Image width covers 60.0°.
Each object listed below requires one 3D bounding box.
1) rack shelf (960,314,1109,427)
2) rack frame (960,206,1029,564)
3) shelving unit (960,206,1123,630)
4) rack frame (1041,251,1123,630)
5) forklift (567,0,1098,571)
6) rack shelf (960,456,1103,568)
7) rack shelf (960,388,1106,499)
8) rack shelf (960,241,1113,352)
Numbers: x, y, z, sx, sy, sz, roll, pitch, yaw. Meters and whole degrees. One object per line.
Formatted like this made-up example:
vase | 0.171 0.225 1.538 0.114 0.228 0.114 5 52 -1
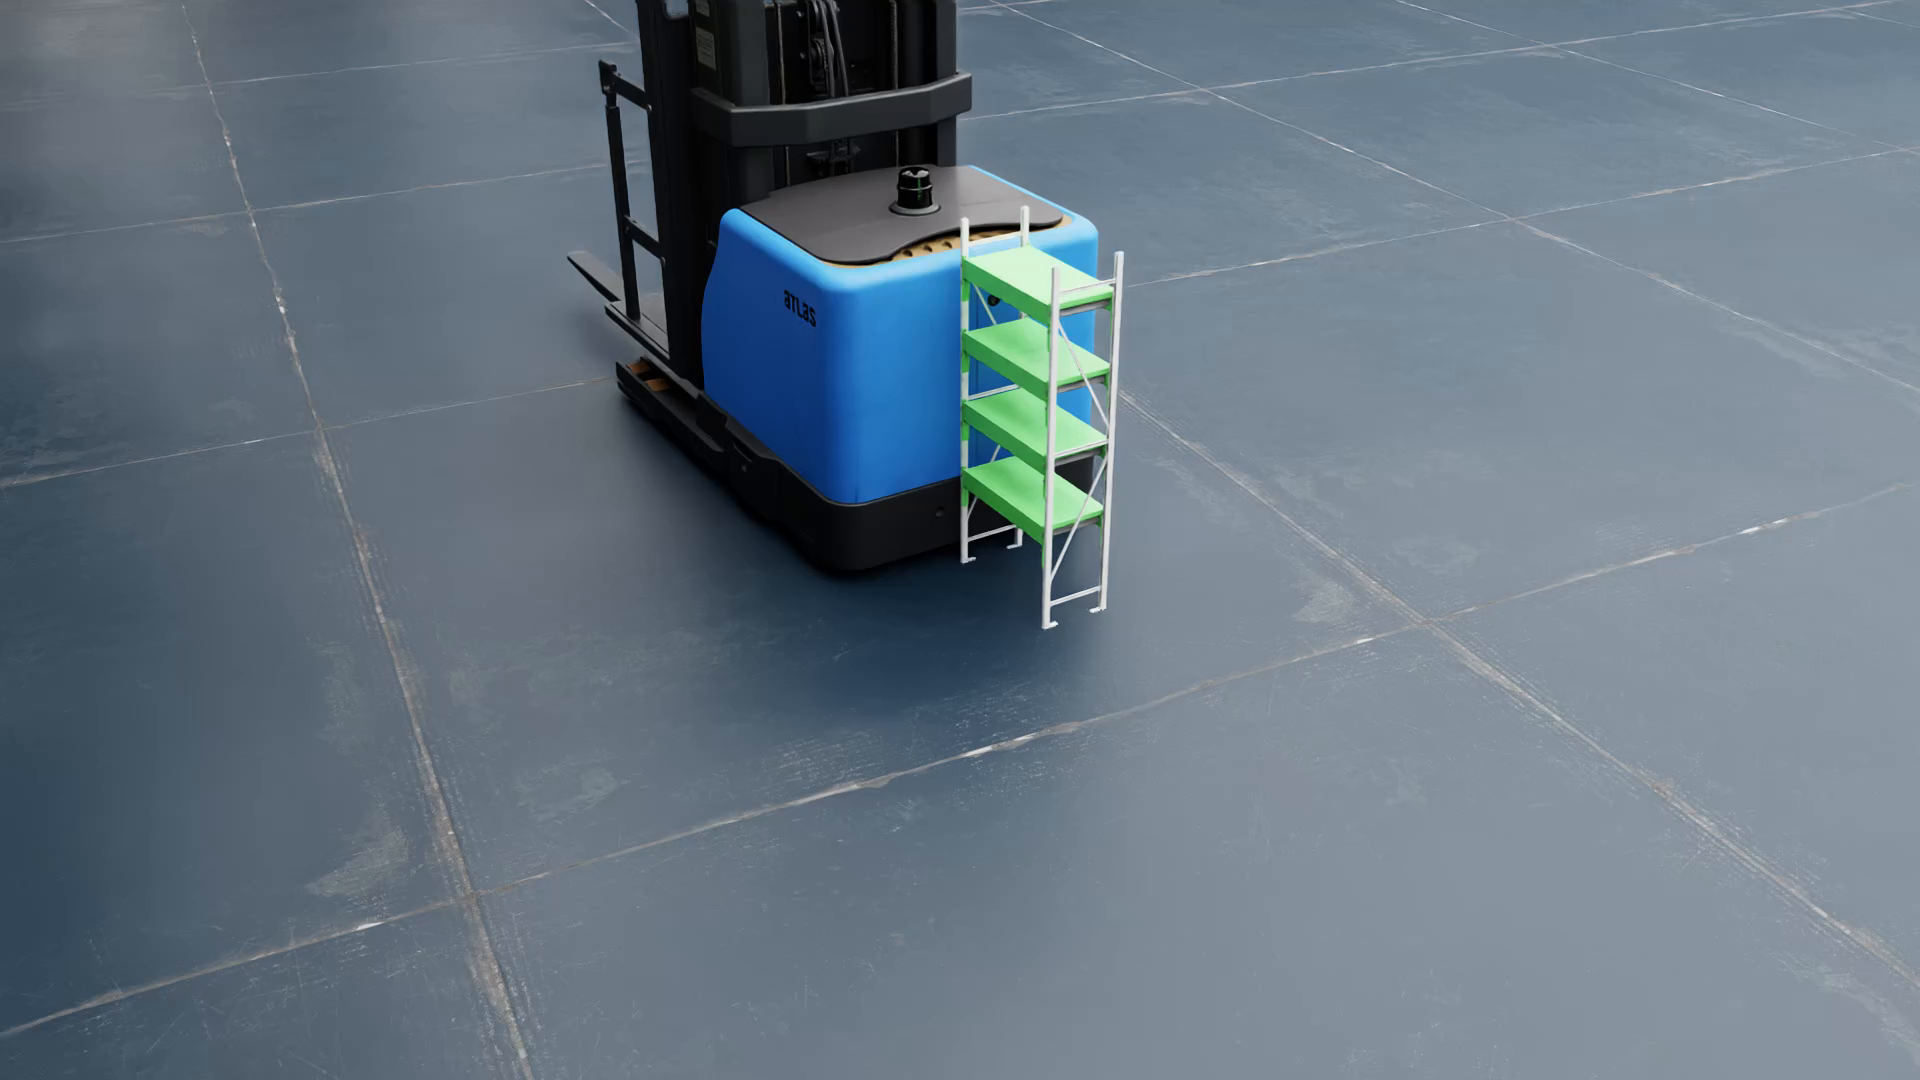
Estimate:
rack shelf | 0.235 -0.528 5.105 0.258 0.148 0.480 -17 33 -27
rack frame | 0.107 -0.476 5.372 0.240 1.200 0.015 -17 33 -27
shelving unit | 0.235 -0.374 5.191 0.258 1.200 0.503 -17 33 -27
rack frame | 0.363 -0.273 5.009 0.240 1.200 0.015 -17 33 -27
forklift | -0.731 -1.861 6.071 1.130 2.935 3.031 -17 33 -27
rack shelf | 0.235 -0.109 5.339 0.258 0.148 0.480 -17 33 -27
rack shelf | 0.235 -0.319 5.222 0.258 0.148 0.480 -17 33 -27
rack shelf | 0.235 -0.737 4.987 0.258 0.148 0.480 -17 33 -27
